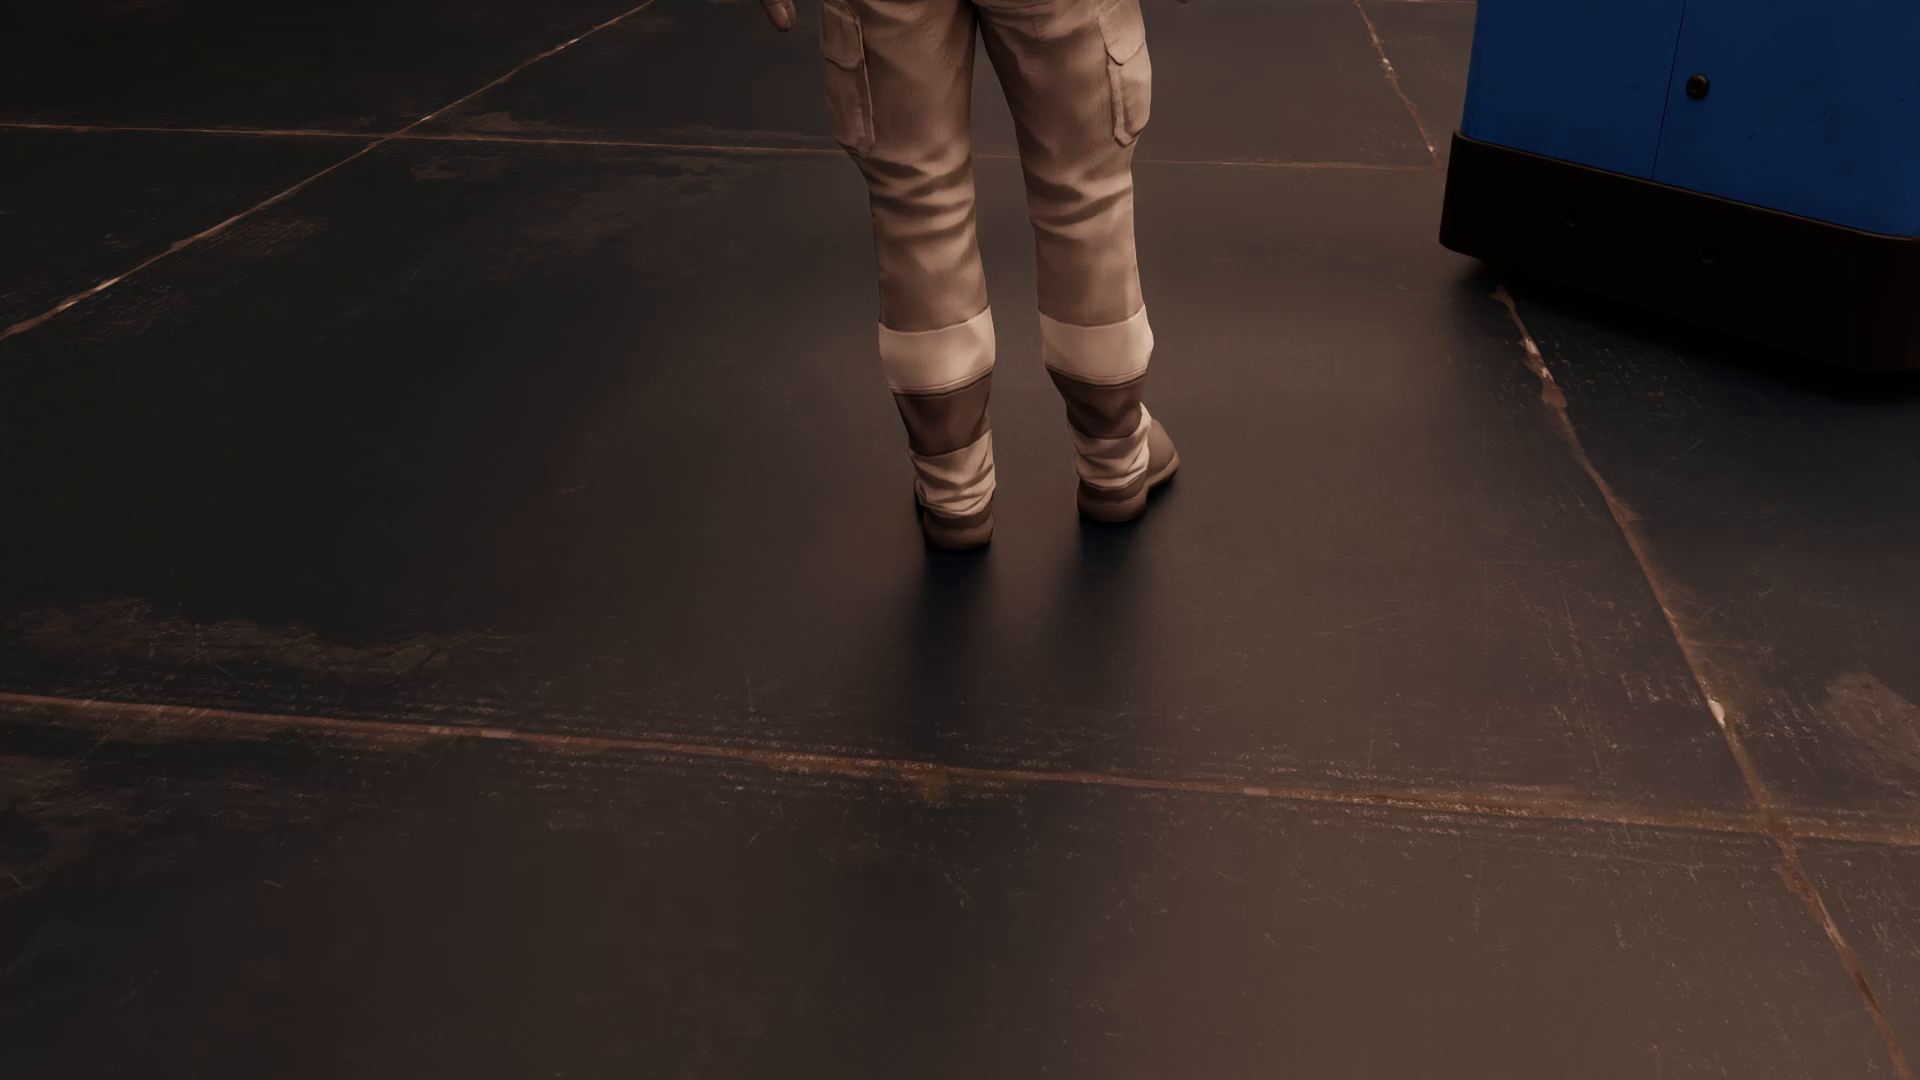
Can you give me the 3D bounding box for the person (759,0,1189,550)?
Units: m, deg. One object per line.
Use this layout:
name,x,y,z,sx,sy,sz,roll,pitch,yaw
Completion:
person,0.022,-0.842,2.167,0.638,1.787,0.564,3,27,7

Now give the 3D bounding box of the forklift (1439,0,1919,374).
forklift,2.548,-2.104,3.434,3.031,2.935,1.130,-18,31,-31
